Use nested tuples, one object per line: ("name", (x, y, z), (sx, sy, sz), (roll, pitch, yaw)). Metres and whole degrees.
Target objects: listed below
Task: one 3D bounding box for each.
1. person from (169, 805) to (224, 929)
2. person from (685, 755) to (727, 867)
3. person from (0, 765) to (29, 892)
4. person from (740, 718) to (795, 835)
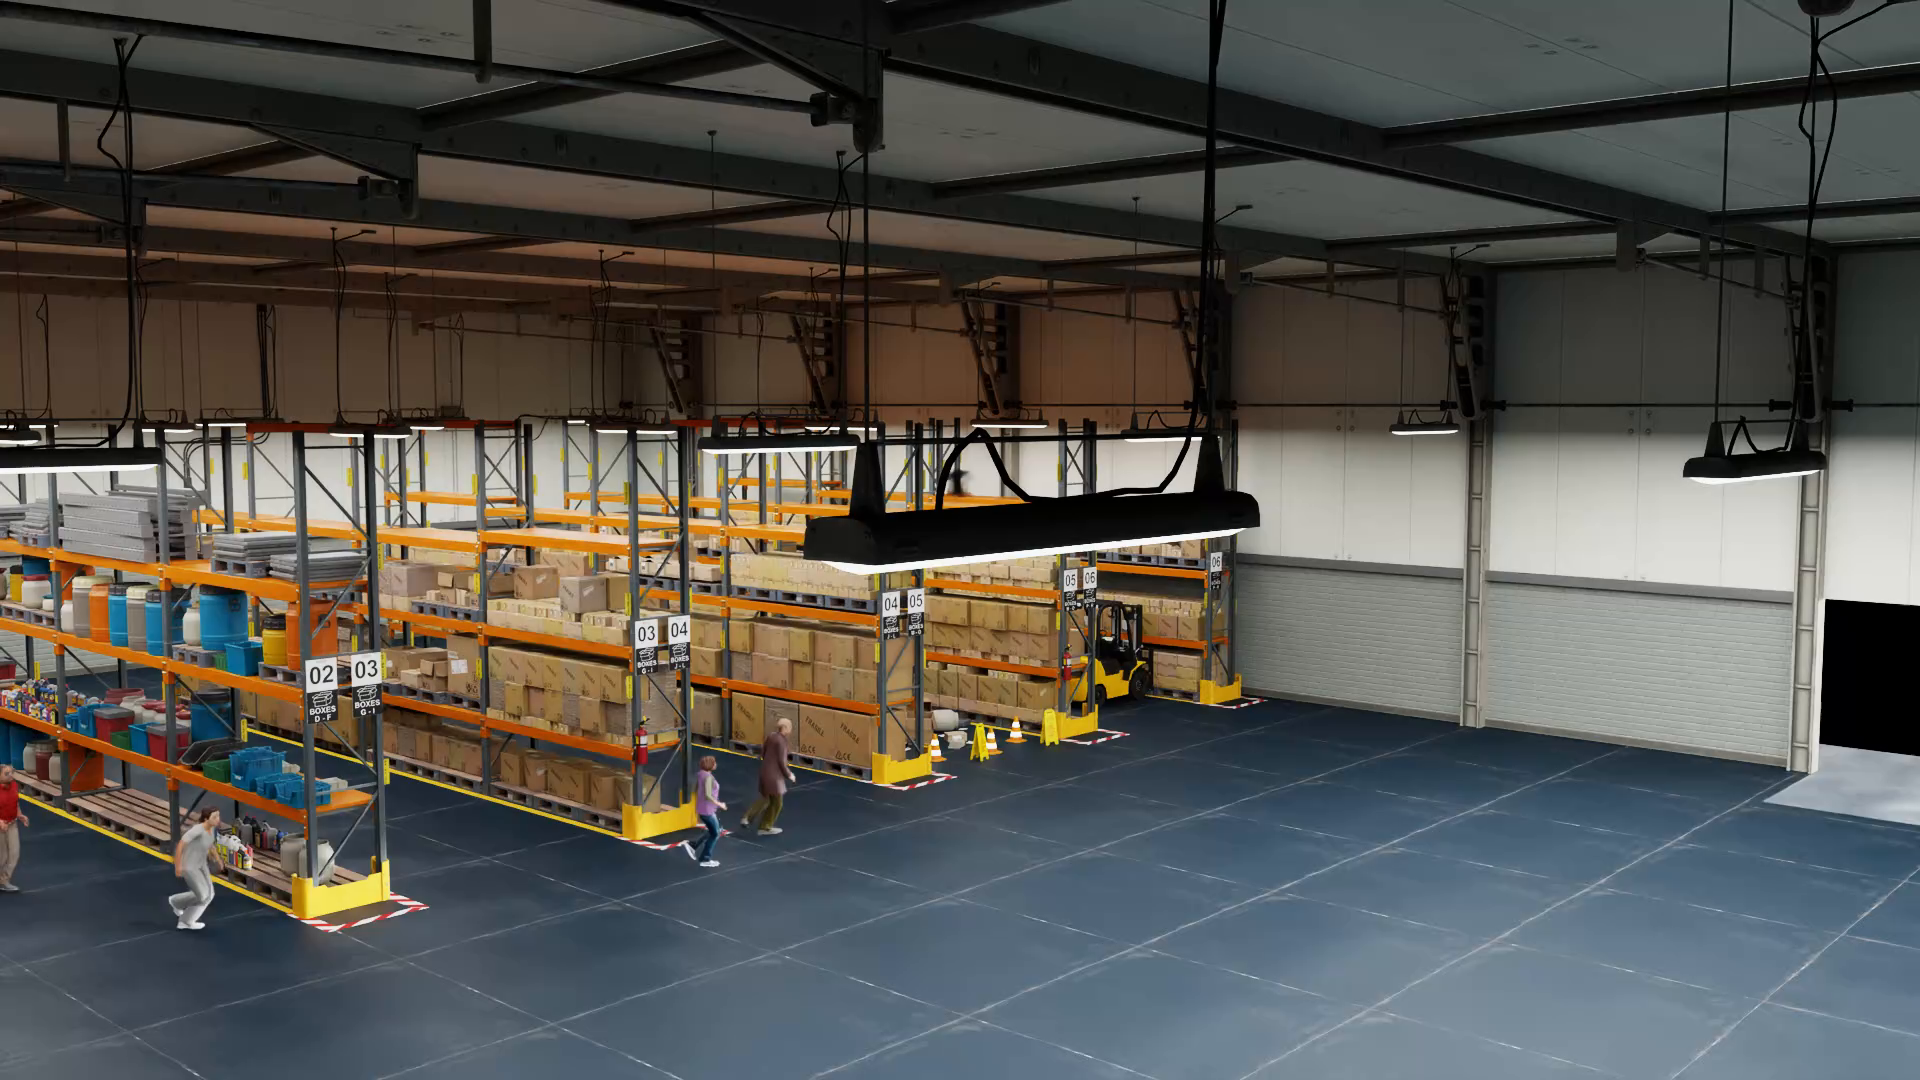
("person", (-9.217, 3.931, 19.979), (0.714, 1.513, 0.569), (1, 5, 11))
("person", (-3.464, 3.707, 22.655), (0.543, 1.563, 0.561), (-2, 5, -19))
("person", (-12.533, 3.741, 21.629), (0.697, 1.673, 0.662), (2, 5, 20))
("person", (-2.828, 3.480, 24.411), (0.768, 1.707, 0.693), (-3, 5, -29))
